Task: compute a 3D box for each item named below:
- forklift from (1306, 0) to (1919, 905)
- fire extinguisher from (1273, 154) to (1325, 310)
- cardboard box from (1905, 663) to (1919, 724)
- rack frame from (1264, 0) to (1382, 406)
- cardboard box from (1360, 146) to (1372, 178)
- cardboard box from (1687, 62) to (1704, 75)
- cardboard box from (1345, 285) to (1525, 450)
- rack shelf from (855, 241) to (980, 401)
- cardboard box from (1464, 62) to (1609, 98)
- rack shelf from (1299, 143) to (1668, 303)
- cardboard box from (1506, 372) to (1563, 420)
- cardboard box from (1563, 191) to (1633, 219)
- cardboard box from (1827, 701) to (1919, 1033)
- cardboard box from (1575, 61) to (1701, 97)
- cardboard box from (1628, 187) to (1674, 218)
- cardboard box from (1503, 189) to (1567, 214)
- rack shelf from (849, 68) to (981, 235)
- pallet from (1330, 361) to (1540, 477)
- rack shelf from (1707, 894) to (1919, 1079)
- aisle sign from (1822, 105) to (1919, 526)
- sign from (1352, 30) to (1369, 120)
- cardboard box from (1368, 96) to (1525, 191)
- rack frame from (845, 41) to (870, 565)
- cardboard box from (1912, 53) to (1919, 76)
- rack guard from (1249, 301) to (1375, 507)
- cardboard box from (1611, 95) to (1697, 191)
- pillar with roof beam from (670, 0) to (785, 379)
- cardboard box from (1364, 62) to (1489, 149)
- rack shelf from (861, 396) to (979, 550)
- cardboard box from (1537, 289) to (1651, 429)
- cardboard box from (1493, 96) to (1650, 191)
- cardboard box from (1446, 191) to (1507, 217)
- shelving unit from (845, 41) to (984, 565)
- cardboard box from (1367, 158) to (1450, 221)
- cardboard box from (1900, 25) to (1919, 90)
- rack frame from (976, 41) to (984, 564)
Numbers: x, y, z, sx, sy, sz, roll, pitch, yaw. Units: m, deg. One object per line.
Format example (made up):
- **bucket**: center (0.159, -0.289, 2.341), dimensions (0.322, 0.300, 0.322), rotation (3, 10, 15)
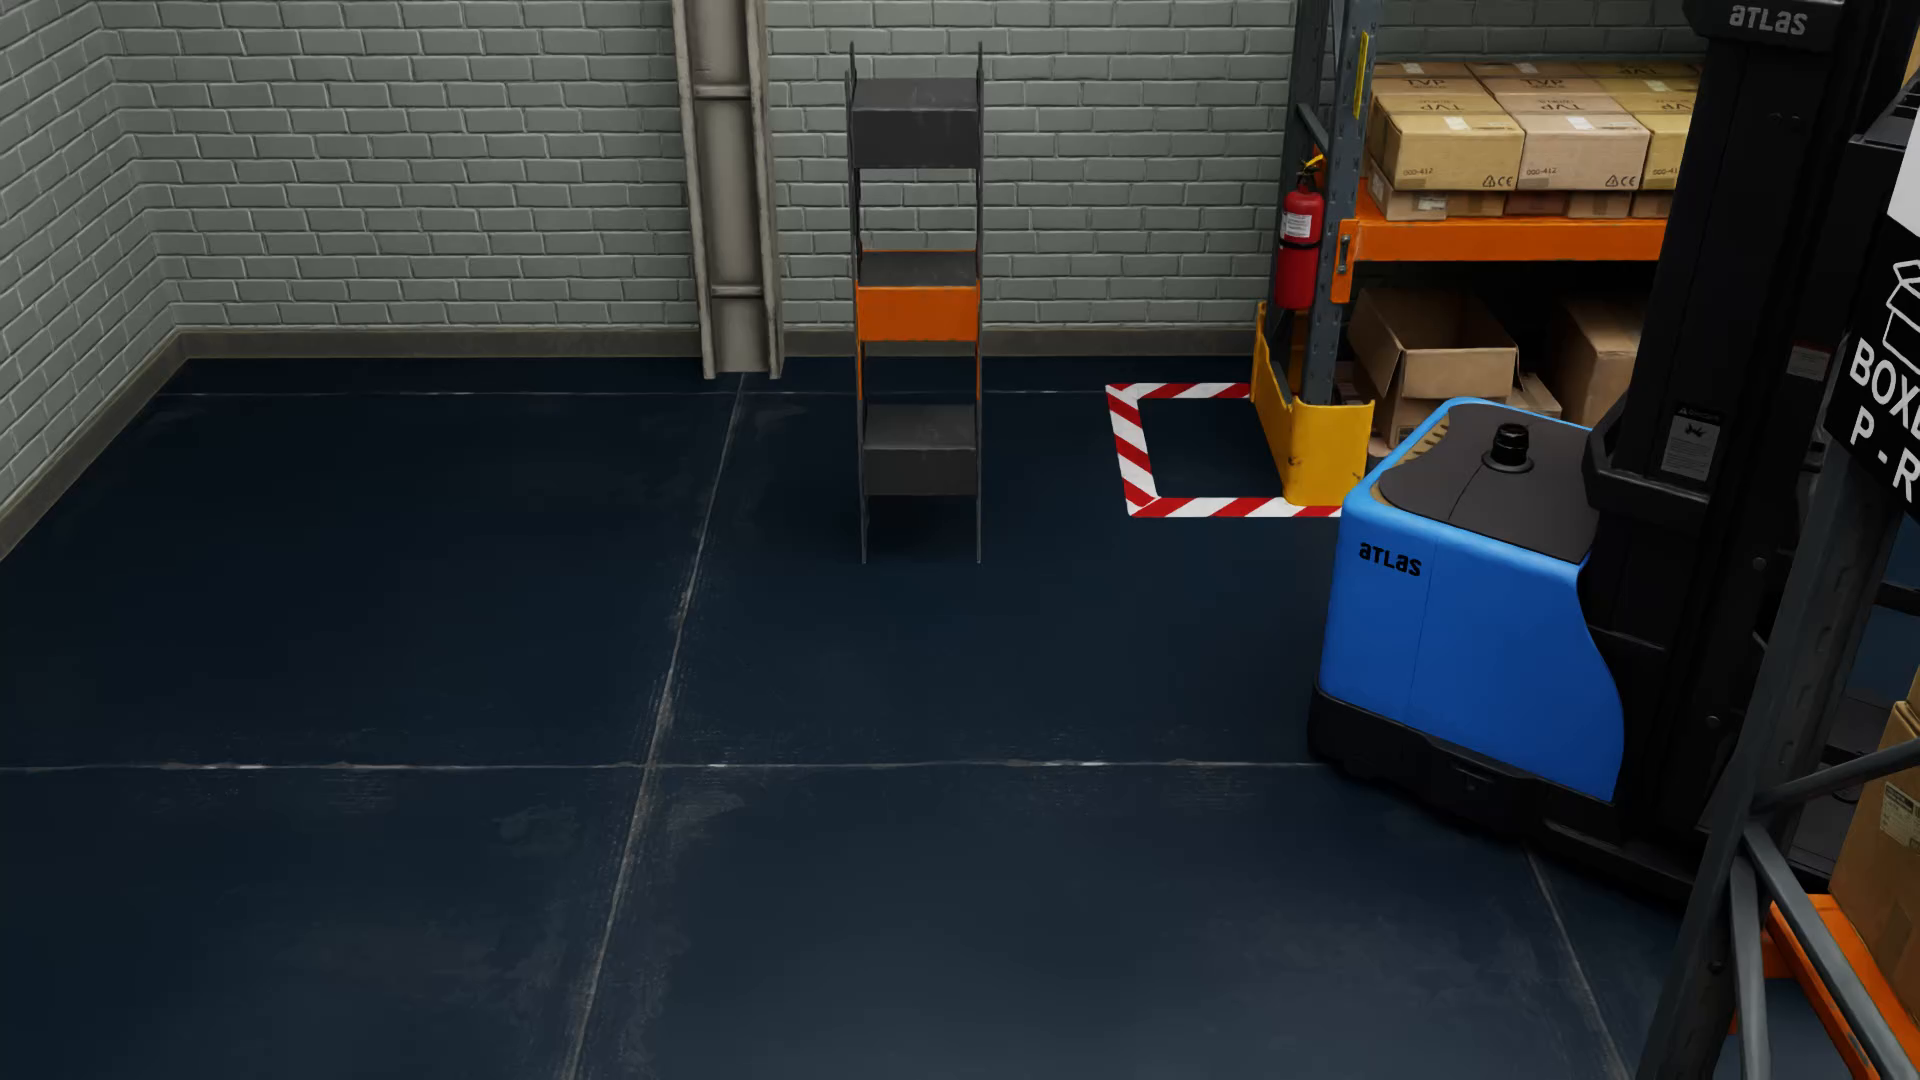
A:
- **forklift**: center (2.731, -0.230, 4.803), dimensions (3.031, 2.935, 1.130), rotation (21, 37, 30)
- **fire extinguisher**: center (1.425, -1.305, 6.943), dimensions (0.183, 0.674, 0.296), rotation (0, 31, 0)
- **cardboard box**: center (2.083, 0.242, 2.900), dimensions (0.500, 0.500, 0.500), rotation (1, 31, 1)
- **rack frame**: center (1.569, -1.738, 7.223), dimensions (0.127, 3.000, 1.000), rotation (0, 31, 0)
- **cardboard box**: center (1.899, -1.771, 7.519), dimensions (0.250, 0.149, 0.380), rotation (-1, 31, -1)
- **cardboard box**: center (3.561, -1.942, 7.416), dimensions (0.500, 0.250, 0.500), rotation (0, 31, 0)
- **cardboard box**: center (2.181, -0.803, 7.683), dimensions (0.637, 0.503, 0.797), rotation (-1, 31, -2)
- **rack shelf**: center (-0.166, -0.886, 6.712), dimensions (0.480, 0.518, 0.431), rotation (0, 31, 0)
- **cardboard box**: center (2.543, -1.941, 7.415), dimensions (0.500, 0.250, 0.500), rotation (0, 31, 0)
- **rack shelf**: center (3.569, -1.437, 7.419), dimensions (4.000, 0.370, 1.077), rotation (0, 31, 0)
- **cardboard box**: center (2.606, -0.632, 7.744), dimensions (0.250, 0.149, 0.380), rotation (-1, 31, -2)
- **cardboard box**: center (2.669, -1.502, 7.076), dimensions (0.250, 0.149, 0.380), rotation (1, 31, 1)
- **cardboard box**: center (2.083, 0.655, 3.182), dimensions (0.500, 0.500, 0.500), rotation (0, 31, 0)
- **cardboard box**: center (3.038, -1.940, 7.414), dimensions (0.500, 0.250, 0.500), rotation (1, 31, 1)
- **cardboard box**: center (2.935, -1.506, 7.082), dimensions (0.250, 0.149, 0.380), rotation (0, 31, 0)
- **cardboard box**: center (2.416, -1.533, 7.127), dimensions (0.250, 0.149, 0.380), rotation (-1, 31, -1)
- **rack shelf**: center (-0.166, -1.484, 6.348), dimensions (0.480, 0.518, 0.431), rotation (0, 31, 0)
- **pallet**: center (2.442, -0.549, 7.951), dimensions (1.213, 0.211, 1.003), rotation (0, 31, 0)
- **rack shelf**: center (3.603, 1.138, 3.176), dimensions (4.000, 0.370, 1.077), rotation (0, 31, 0)
- **aisle sign**: center (1.529, -0.435, 2.569), dimensions (0.004, 0.787, 0.394), rotation (0, 31, 0)
- **sign**: center (1.572, -1.826, 6.534), dimensions (0.005, 0.325, 0.100), rotation (0, 31, 0)
- **cardboard box**: center (2.024, -1.663, 6.956), dimensions (0.500, 0.250, 0.500), rotation (0, 31, 0)
- **rack frame**: center (-0.410, -0.896, 6.703), dimensions (0.015, 2.100, 0.400), rotation (0, 31, 0)
- **cardboard box**: center (4.078, -2.267, 7.230), dimensions (0.500, 0.500, 0.500), rotation (-1, 31, -2)
- **rack guard**: center (1.645, -0.669, 7.871), dimensions (0.348, 0.500, 1.175), rotation (0, 31, 0)
- **cardboard box**: center (3.035, -1.668, 6.965), dimensions (0.500, 0.250, 0.500), rotation (-1, 31, -1)
- **pillar with roof beam**: center (-1.107, -2.529, 2.743), dimensions (0.400, 9.000, 9.100), rotation (0, 31, 0)
- **cardboard box**: center (2.027, -1.940, 7.414), dimensions (0.500, 0.250, 0.500), rotation (1, 31, 1)
- **rack shelf**: center (-0.166, -0.287, 7.075), dimensions (0.480, 0.518, 0.431), rotation (0, 31, 0)
- **cardboard box**: center (3.036, -0.784, 7.655), dimensions (0.500, 0.500, 0.700), rotation (1, 31, 2)
- **cardboard box**: center (2.528, -1.664, 6.959), dimensions (0.500, 0.250, 0.500), rotation (0, 31, 0)
- **cardboard box**: center (2.153, -1.514, 7.096), dimensions (0.250, 0.149, 0.380), rotation (1, 31, 1)
- **shelving unit**: center (-0.166, -0.897, 6.704), dimensions (0.503, 2.100, 0.431), rotation (0, 31, 0)
- **cardboard box**: center (1.899, -1.489, 7.055), dimensions (0.250, 0.149, 0.380), rotation (0, 31, -1)
- **cardboard box**: center (3.524, -1.988, 6.770), dimensions (0.500, 0.500, 0.500), rotation (1, 31, 1)
- **rack frame**: center (0.078, -0.898, 6.706), dimensions (0.015, 2.100, 0.400), rotation (0, 31, 0)
